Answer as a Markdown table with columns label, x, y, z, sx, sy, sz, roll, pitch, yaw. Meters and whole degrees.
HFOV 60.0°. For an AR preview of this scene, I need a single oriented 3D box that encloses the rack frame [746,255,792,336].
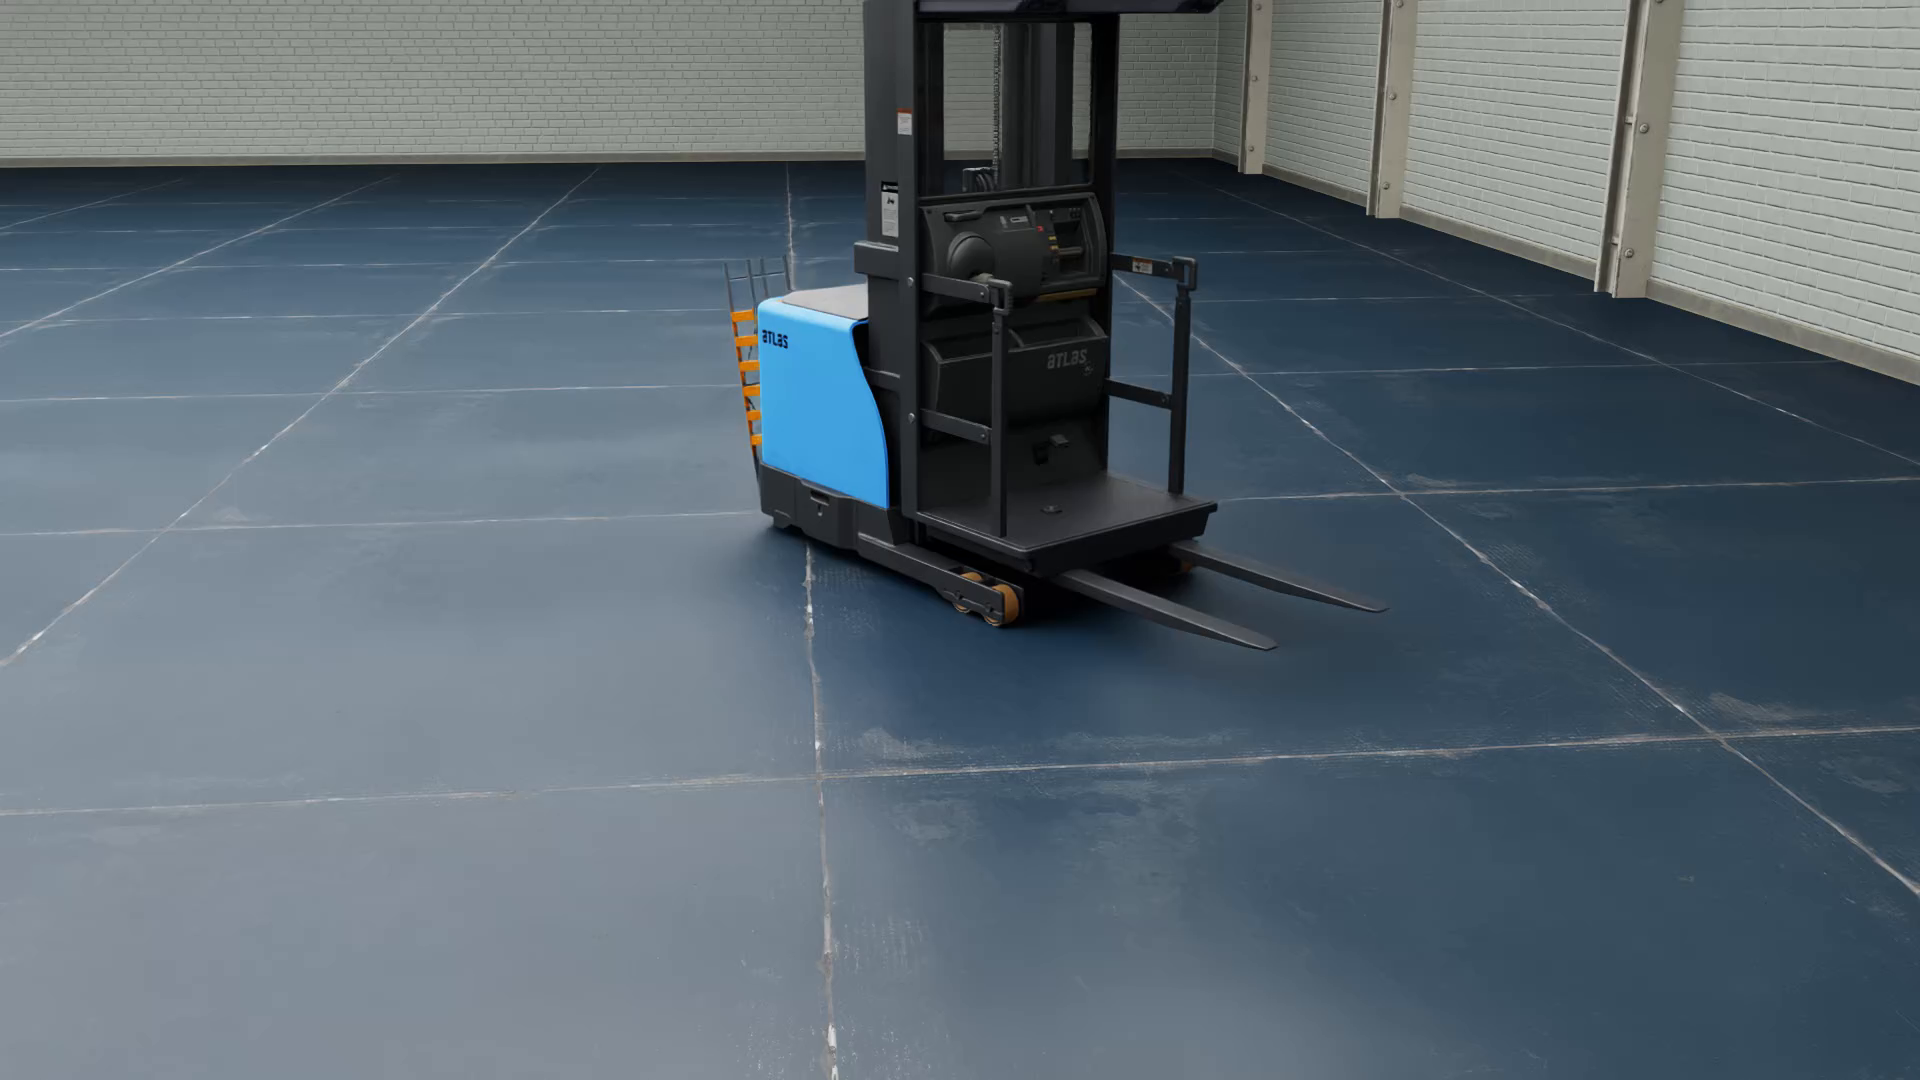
| label | x | y | z | sx | sy | sz | roll | pitch | yaw |
| --- | --- | --- | --- | --- | --- | --- | --- | --- | --- |
| rack frame | -0.843 | -0.761 | 8.015 | 0.240 | 1.200 | 0.006 | -16 | 13 | -42 |

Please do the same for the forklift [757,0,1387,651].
| label | x | y | z | sx | sy | sz | roll | pitch | yaw |
| --- | --- | --- | --- | --- | --- | --- | --- | --- | --- |
| forklift | 0.370 | -1.224 | 6.683 | 1.130 | 2.935 | 3.031 | -14 | 22 | -37 |

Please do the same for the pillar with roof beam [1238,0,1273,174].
| label | x | y | z | sx | sy | sz | roll | pitch | yaw |
| --- | --- | --- | --- | --- | --- | --- | --- | --- | --- |
| pillar with roof beam | 0.252 | -9.885 | 24.139 | 9.100 | 9.000 | 0.400 | -2 | 18 | -6 |

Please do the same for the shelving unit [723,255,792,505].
| label | x | y | z | sx | sy | sz | roll | pitch | yaw |
| --- | --- | --- | --- | --- | --- | --- | --- | --- | --- |
| shelving unit | -0.906 | -0.764 | 8.081 | 0.258 | 1.200 | 0.189 | -16 | 13 | -42 |

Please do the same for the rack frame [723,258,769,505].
| label | x | y | z | sx | sy | sz | roll | pitch | yaw |
| --- | --- | --- | --- | --- | --- | --- | --- | --- | --- |
| rack frame | -0.969 | -0.766 | 8.148 | 0.240 | 1.200 | 0.006 | -16 | 13 | -42 |

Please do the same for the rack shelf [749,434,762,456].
| label | x | y | z | sx | sy | sz | roll | pitch | yaw |
| --- | --- | --- | --- | --- | --- | --- | --- | --- | --- |
| rack shelf | -0.869 | -0.486 | 8.129 | 0.258 | 0.103 | 0.180 | -16 | 13 | -42 |

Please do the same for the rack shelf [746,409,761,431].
| label | x | y | z | sx | sy | sz | roll | pitch | yaw |
| --- | --- | --- | --- | --- | --- | --- | --- | --- | --- |
| rack shelf | -0.885 | -0.603 | 8.109 | 0.258 | 0.103 | 0.180 | -16 | 13 | -42 |

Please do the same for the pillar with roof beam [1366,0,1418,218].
| label | x | y | z | sx | sy | sz | roll | pitch | yaw |
| --- | --- | --- | --- | --- | --- | --- | --- | --- | --- |
| pillar with roof beam | 0.870 | -8.097 | 18.445 | 9.100 | 9.000 | 0.400 | -2 | 18 | -6 |

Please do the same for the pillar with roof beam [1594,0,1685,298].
| label | x | y | z | sx | sy | sz | roll | pitch | yaw |
| --- | --- | --- | --- | --- | --- | --- | --- | --- | --- |
| pillar with roof beam | 1.489 | -6.310 | 12.751 | 9.100 | 9.000 | 0.400 | -2 | 18 | -6 |

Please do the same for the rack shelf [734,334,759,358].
| label | x | y | z | sx | sy | sz | roll | pitch | yaw |
| --- | --- | --- | --- | --- | --- | --- | --- | --- | --- |
| rack shelf | -0.932 | -0.955 | 8.049 | 0.258 | 0.103 | 0.180 | -16 | 13 | -42 |

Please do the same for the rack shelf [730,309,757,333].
| label | x | y | z | sx | sy | sz | roll | pitch | yaw |
| --- | --- | --- | --- | --- | --- | --- | --- | --- | --- |
| rack shelf | -0.948 | -1.072 | 8.029 | 0.258 | 0.103 | 0.180 | -16 | 13 | -42 |

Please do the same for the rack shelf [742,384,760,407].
| label | x | y | z | sx | sy | sz | roll | pitch | yaw |
| --- | --- | --- | --- | --- | --- | --- | --- | --- | --- |
| rack shelf | -0.900 | -0.720 | 8.089 | 0.258 | 0.103 | 0.180 | -16 | 13 | -42 |

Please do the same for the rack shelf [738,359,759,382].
| label | x | y | z | sx | sy | sz | roll | pitch | yaw |
| --- | --- | --- | --- | --- | --- | --- | --- | --- | --- |
| rack shelf | -0.916 | -0.838 | 8.069 | 0.258 | 0.103 | 0.180 | -16 | 13 | -42 |
